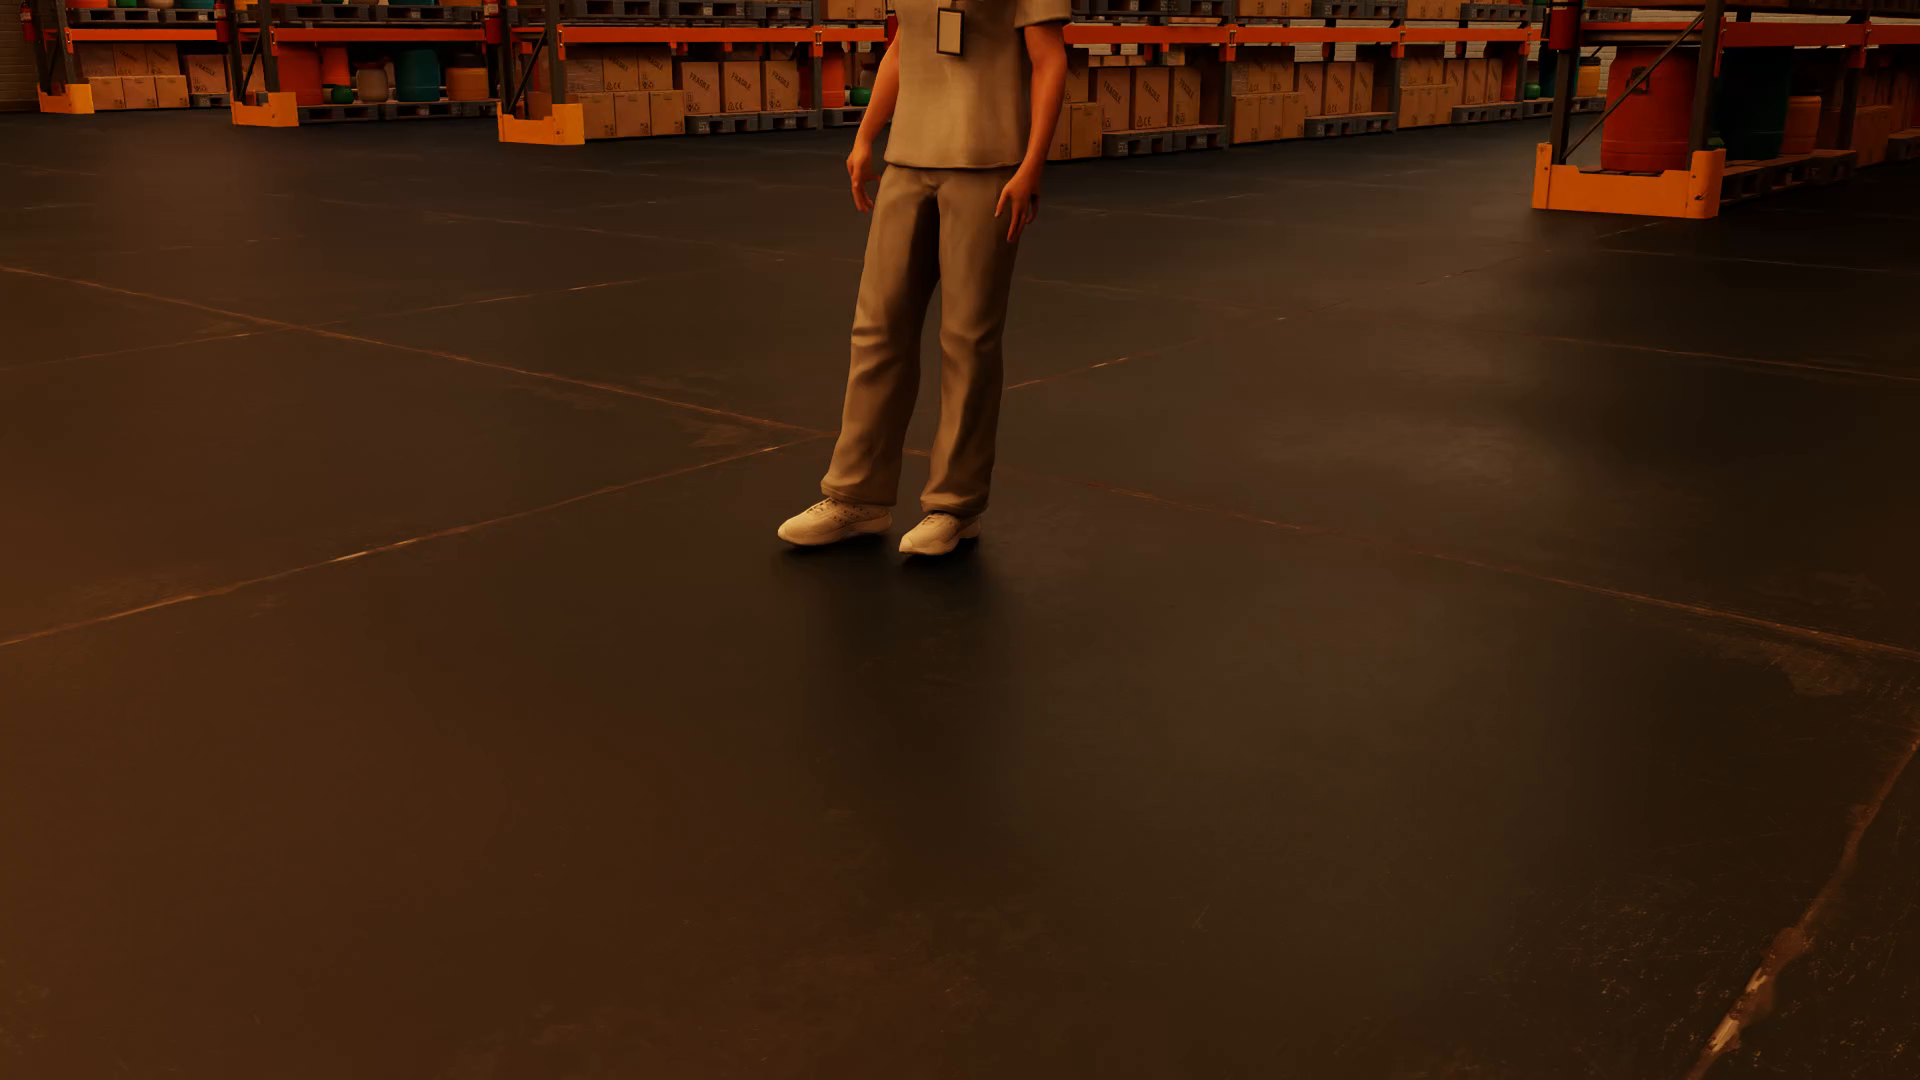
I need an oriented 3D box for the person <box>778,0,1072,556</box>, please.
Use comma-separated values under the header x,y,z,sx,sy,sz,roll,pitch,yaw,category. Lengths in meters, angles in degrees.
x,y,z,sx,sy,sz,roll,pitch,yaw,category
-0.057,-0.795,3.650,0.549,1.675,0.549,13,21,37,person
